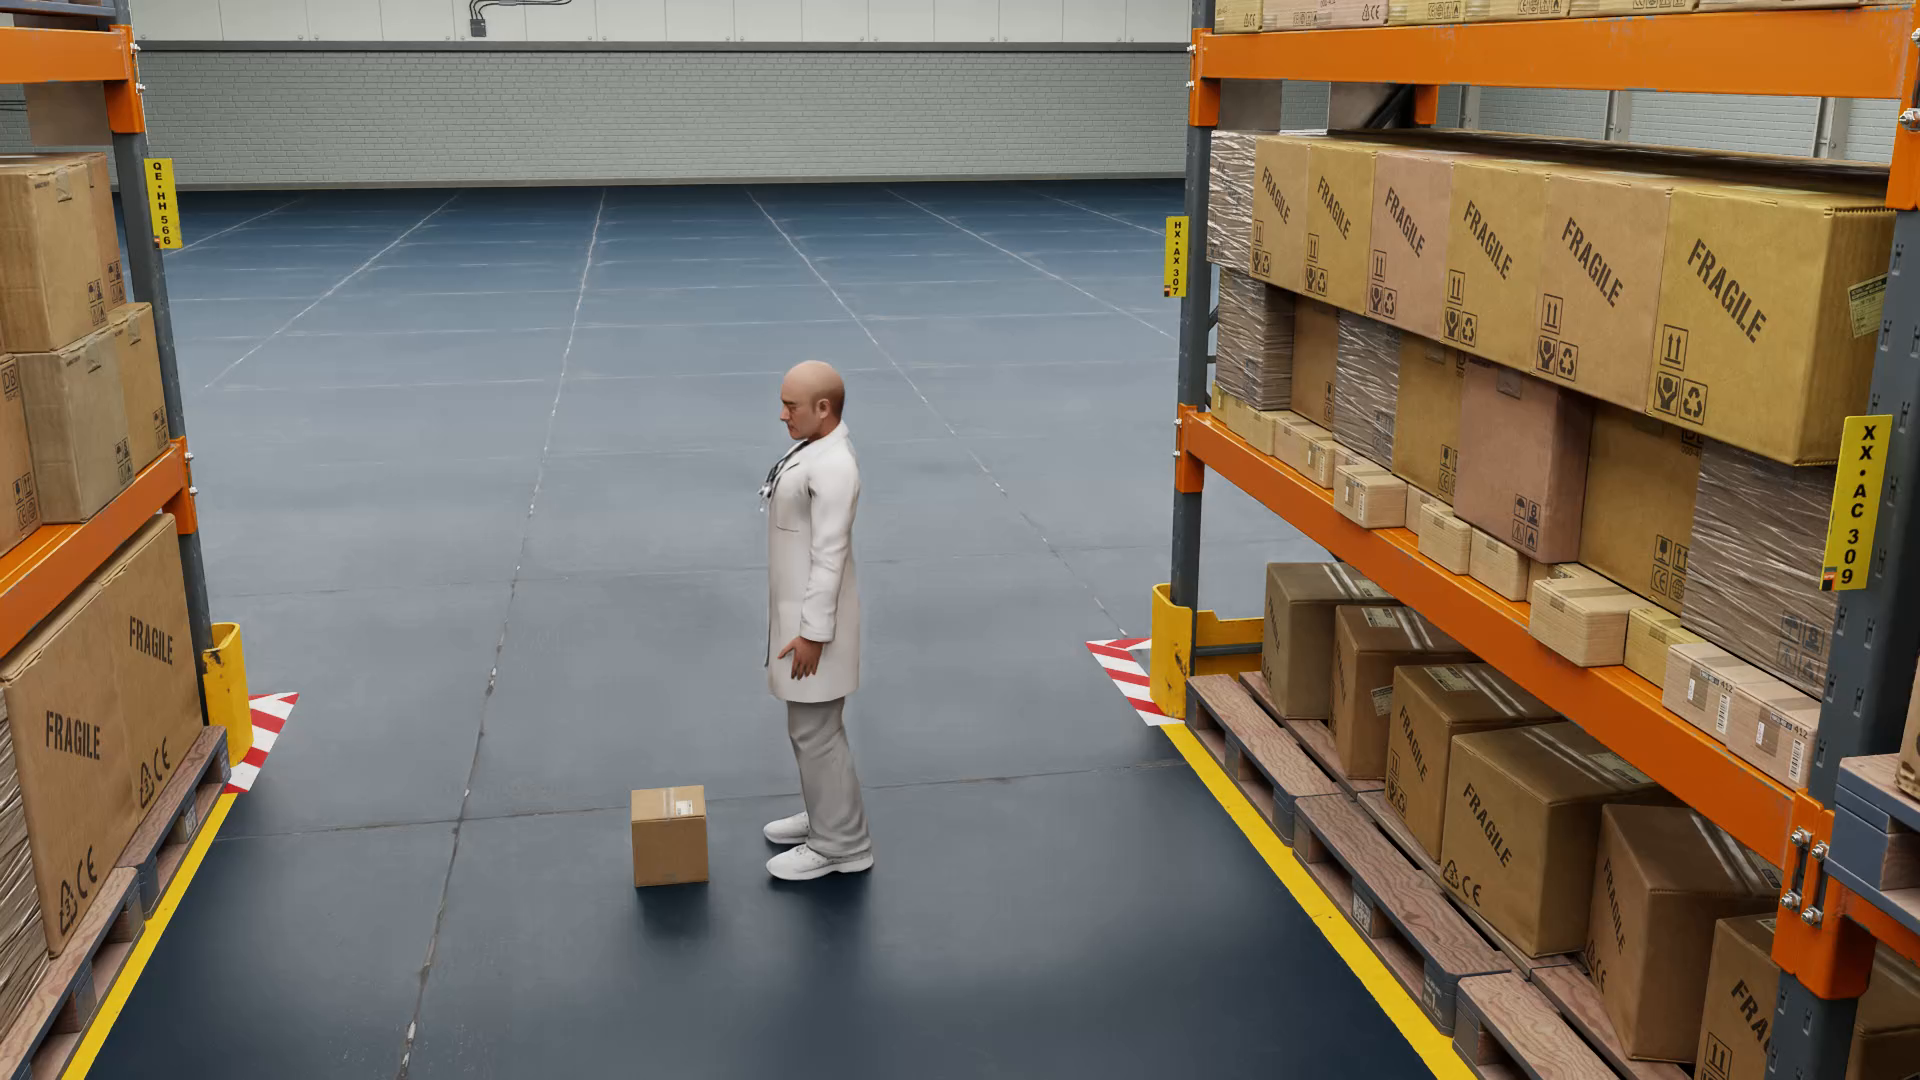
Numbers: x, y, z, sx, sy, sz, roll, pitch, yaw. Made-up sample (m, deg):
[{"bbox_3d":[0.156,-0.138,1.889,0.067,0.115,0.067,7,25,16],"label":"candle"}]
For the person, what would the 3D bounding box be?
[{"bbox_3d":[-0.498,0.275,5.624,0.380,1.778,0.564,-3,16,-9],"label":"person"}]
